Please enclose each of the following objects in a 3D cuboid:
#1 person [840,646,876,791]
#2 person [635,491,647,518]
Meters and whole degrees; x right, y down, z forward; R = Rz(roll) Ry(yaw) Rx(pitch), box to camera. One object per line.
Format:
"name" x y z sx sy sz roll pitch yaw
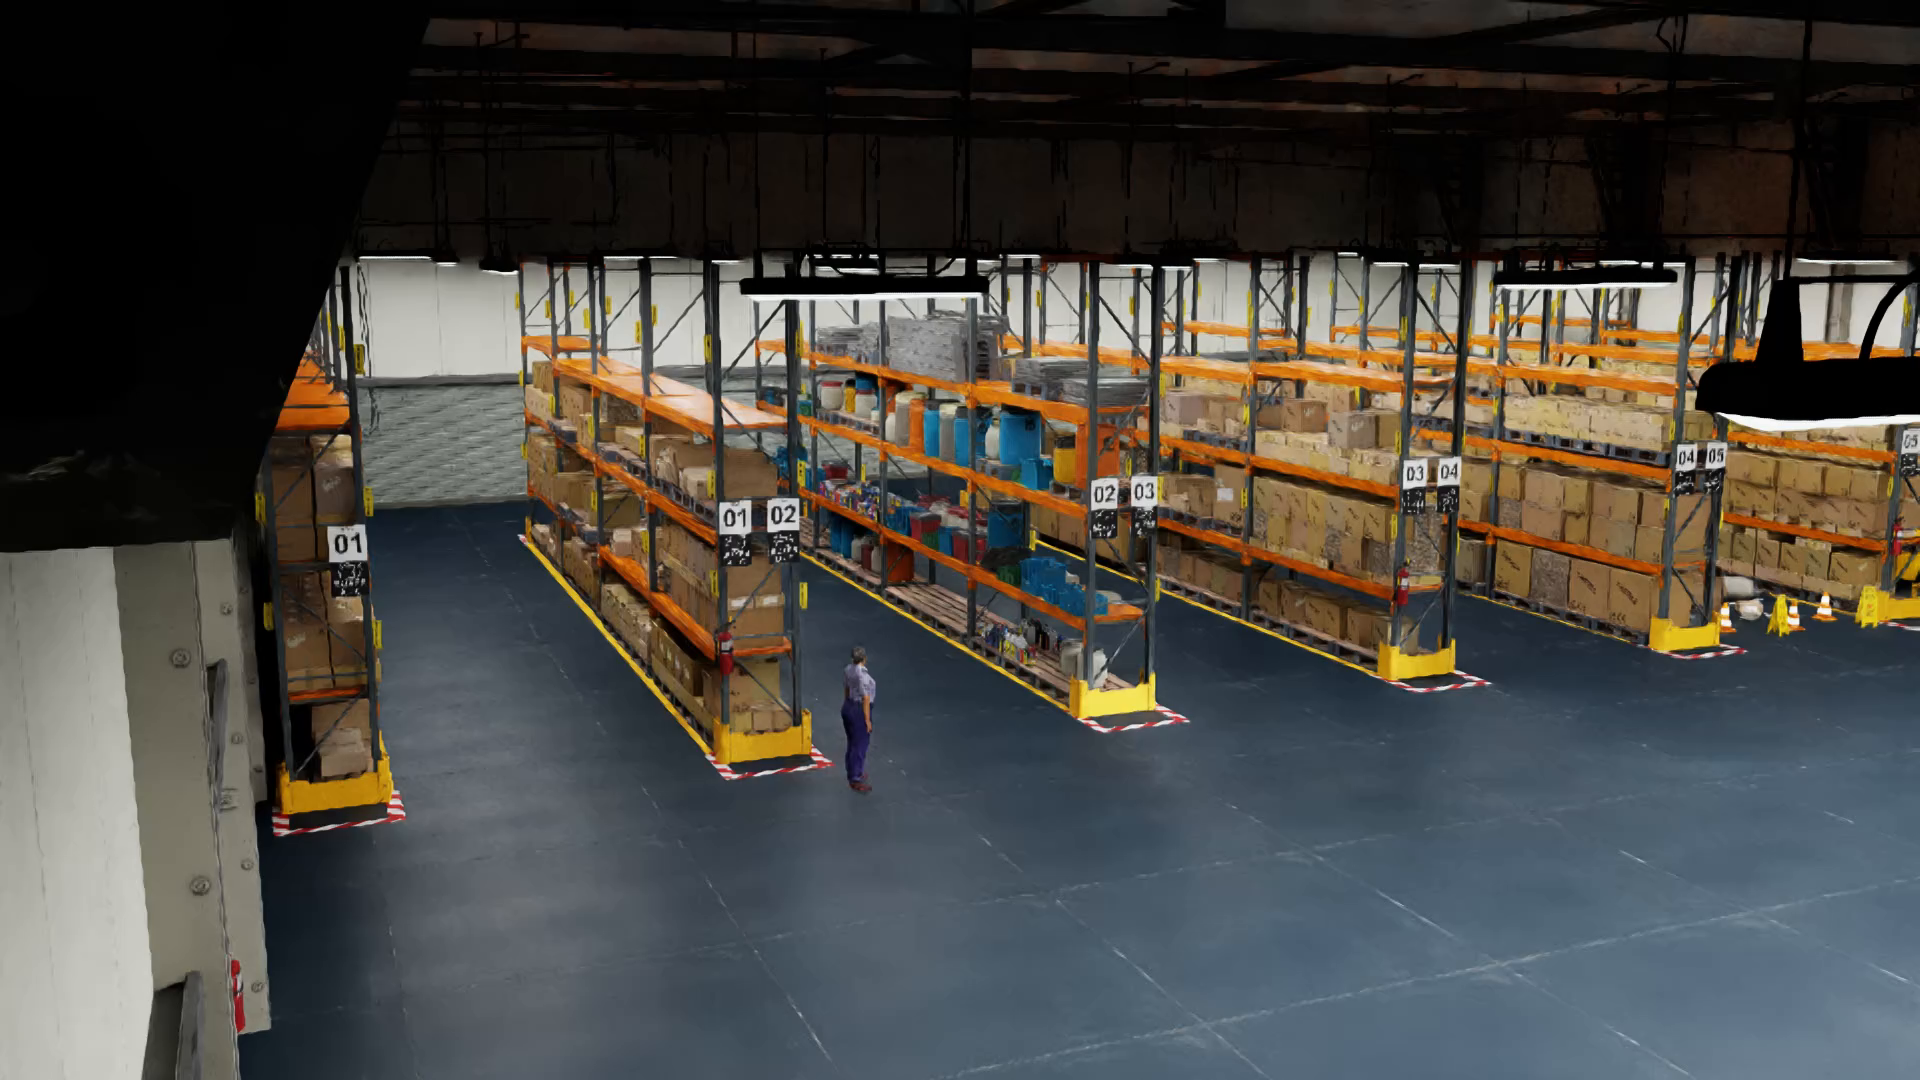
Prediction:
"person" -1.156 2.039 19.275 0.381 1.648 0.595 -6 12 -29
"person" -6.999 -1.122 36.447 0.514 1.674 0.660 1 10 8
